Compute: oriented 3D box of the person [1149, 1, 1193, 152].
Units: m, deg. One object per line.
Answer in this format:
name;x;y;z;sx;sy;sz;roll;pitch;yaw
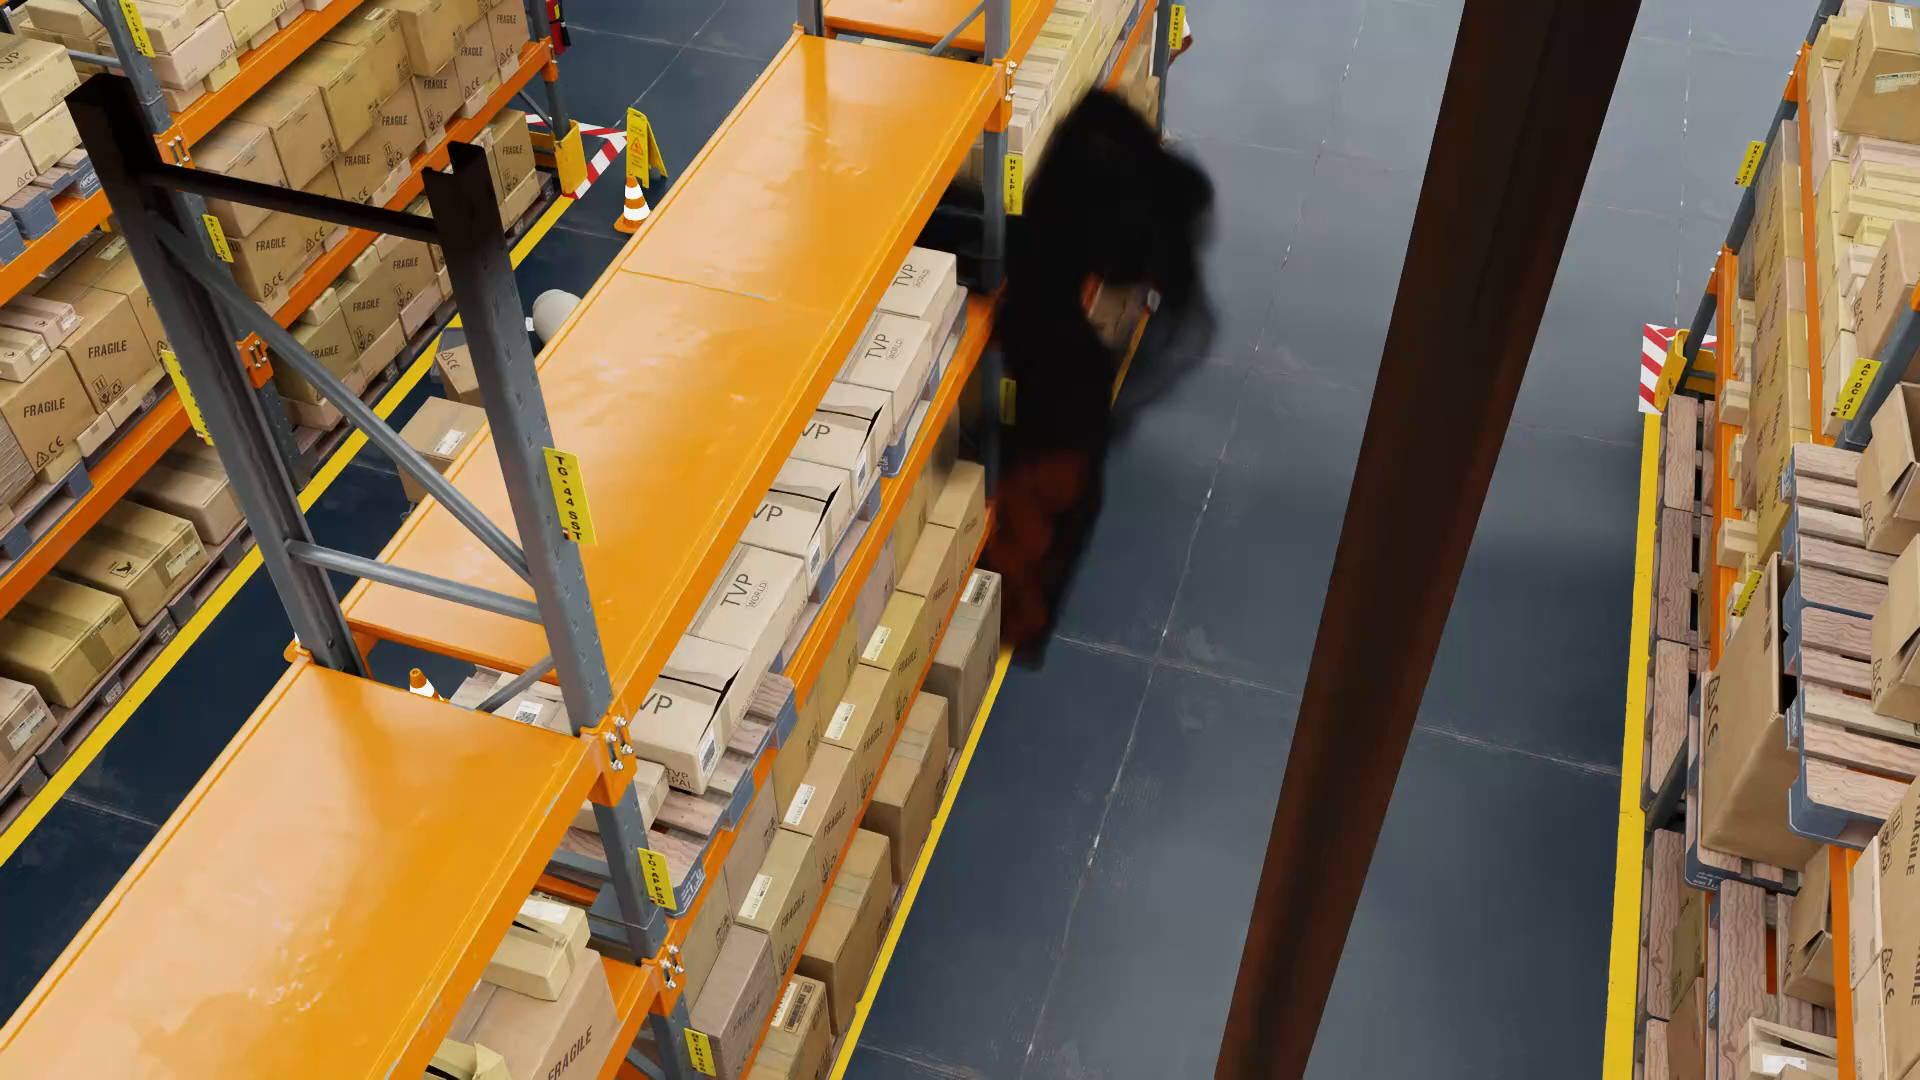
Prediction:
person;1.493;-3.846;13.694;0.703;1.718;0.582;-29;52;-25
